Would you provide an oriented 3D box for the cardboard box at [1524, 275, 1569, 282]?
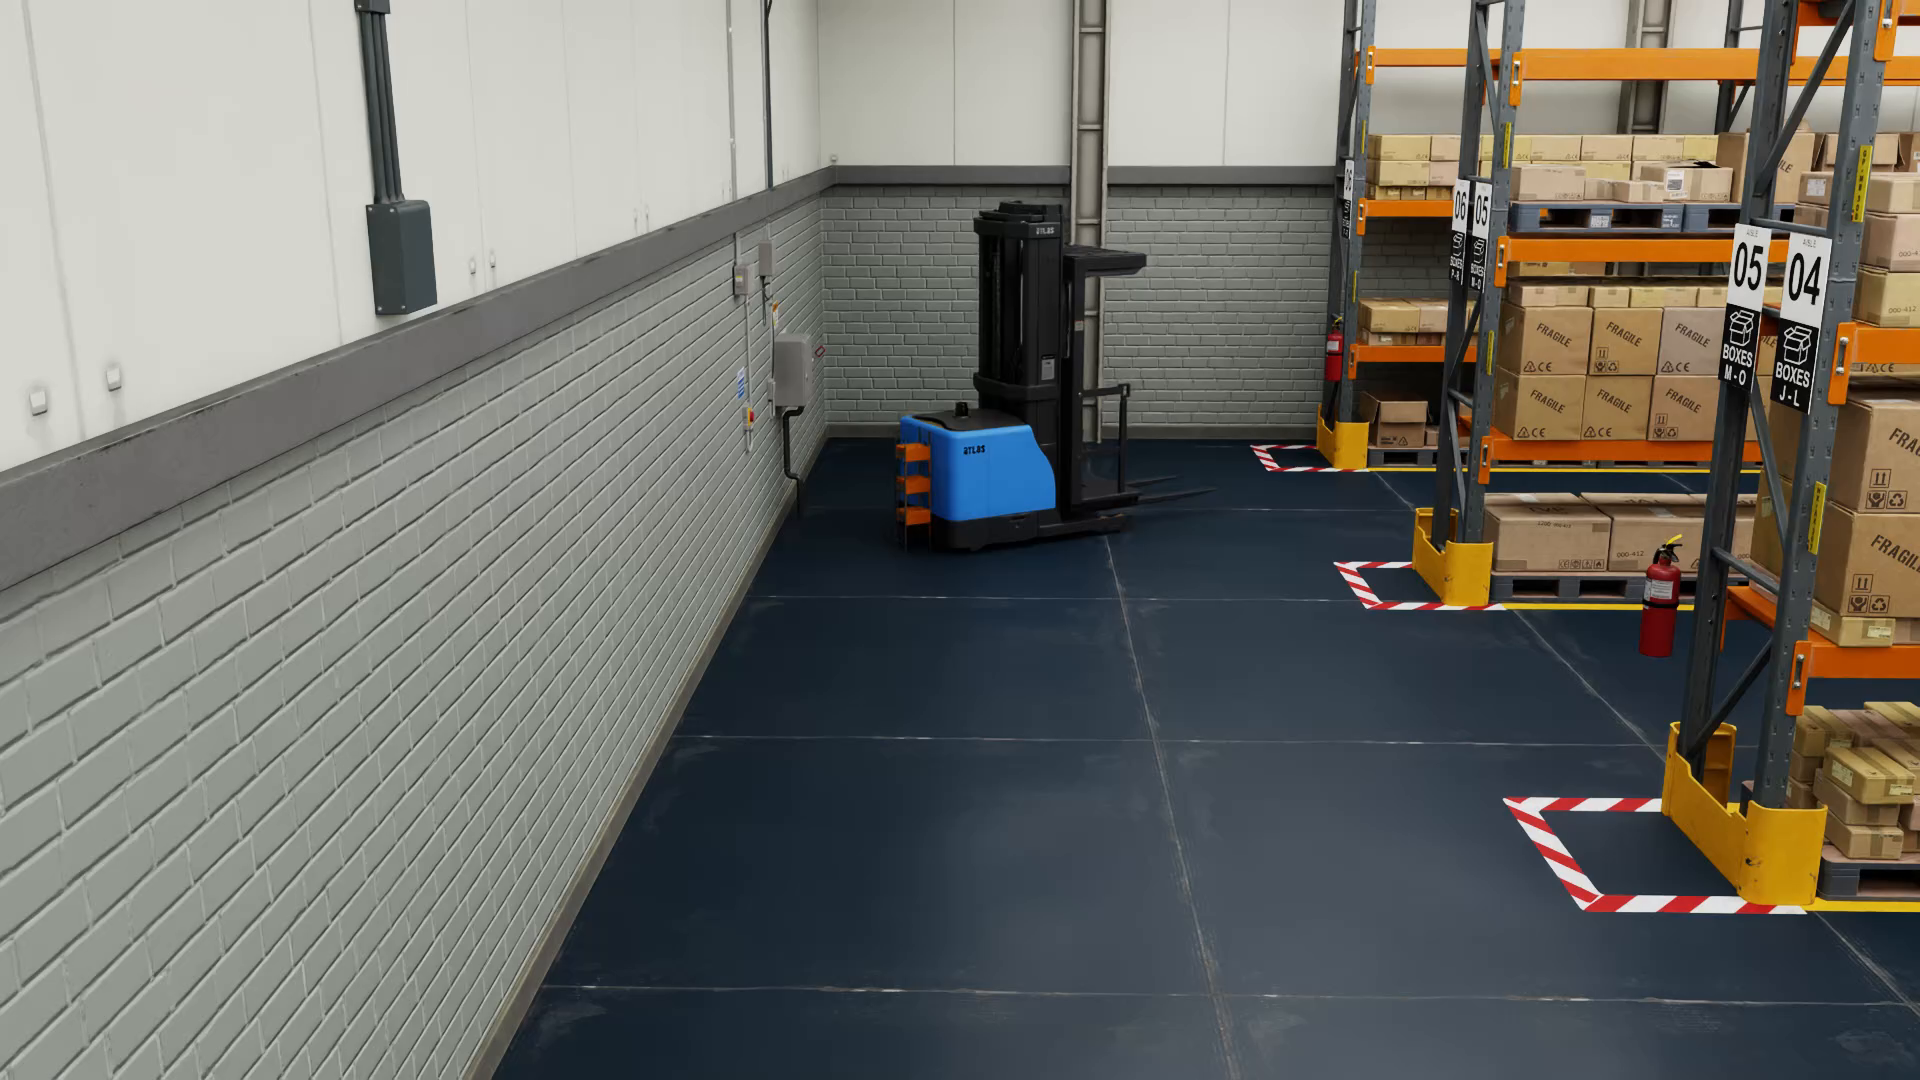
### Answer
[{"bbox_3d":[4.594,-1.983,13.048,0.250,0.149,0.380,1,15,2],"label":"cardboard box"}]

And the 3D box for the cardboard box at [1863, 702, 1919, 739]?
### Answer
[{"bbox_3d":[4.998,0.991,8.803,0.250,0.149,0.380,0,15,0],"label":"cardboard box"}]

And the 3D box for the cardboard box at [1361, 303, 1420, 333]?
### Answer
[{"bbox_3d":[4.545,-2.350,17.577,0.500,0.250,0.500,0,15,2],"label":"cardboard box"}]

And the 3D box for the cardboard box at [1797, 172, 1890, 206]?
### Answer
[{"bbox_3d":[4.290,-1.706,8.080,0.250,0.149,0.380,0,15,1],"label":"cardboard box"}]

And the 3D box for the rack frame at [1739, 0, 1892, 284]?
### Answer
[{"bbox_3d":[3.950,-2.722,7.517,0.127,3.000,1.000,0,15,1],"label":"rack frame"}]

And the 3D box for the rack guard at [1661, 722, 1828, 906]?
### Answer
[{"bbox_3d":[4.026,1.388,8.599,0.348,0.500,1.175,0,15,1],"label":"rack guard"}]

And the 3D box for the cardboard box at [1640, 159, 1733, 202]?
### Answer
[{"bbox_3d":[5.471,-2.720,12.546,0.500,0.311,0.500,1,15,2],"label":"cardboard box"}]

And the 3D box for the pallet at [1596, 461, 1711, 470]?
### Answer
[{"bbox_3d":[7.411,-0.980,18.142,1.213,0.211,1.003,0,15,1],"label":"pallet"}]

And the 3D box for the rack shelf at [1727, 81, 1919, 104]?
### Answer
[{"bbox_3d":[10.097,-4.670,17.097,4.000,0.370,1.077,0,15,1],"label":"rack shelf"}]

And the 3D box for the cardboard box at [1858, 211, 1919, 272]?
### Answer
[{"bbox_3d":[4.392,-1.372,7.593,0.500,0.250,0.500,1,15,2],"label":"cardboard box"}]

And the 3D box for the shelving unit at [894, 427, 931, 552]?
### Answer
[{"bbox_3d":[-0.411,-0.439,14.447,0.252,1.050,0.215,-8,17,-29],"label":"shelving unit"}]

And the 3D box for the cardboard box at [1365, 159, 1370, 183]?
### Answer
[{"bbox_3d":[4.550,-3.938,17.718,0.500,0.250,0.500,0,15,0],"label":"cardboard box"}]

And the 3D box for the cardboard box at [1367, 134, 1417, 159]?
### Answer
[{"bbox_3d":[4.550,-4.182,17.661,0.500,0.250,0.500,0,15,0],"label":"cardboard box"}]

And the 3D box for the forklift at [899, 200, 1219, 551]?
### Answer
[{"bbox_3d":[0.985,-1.572,15.051,3.031,2.935,1.130,-8,17,-29],"label":"forklift"}]

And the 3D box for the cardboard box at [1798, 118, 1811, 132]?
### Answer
[{"bbox_3d":[8.670,-4.271,17.345,0.258,0.266,0.396,0,15,1],"label":"cardboard box"}]

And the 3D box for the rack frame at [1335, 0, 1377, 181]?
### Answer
[{"bbox_3d":[4.098,-5.251,17.102,0.127,3.000,1.000,0,15,1],"label":"rack frame"}]

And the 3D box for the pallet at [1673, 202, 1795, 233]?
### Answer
[{"bbox_3d":[5.940,-2.482,12.662,1.213,0.211,1.003,0,15,1],"label":"pallet"}]

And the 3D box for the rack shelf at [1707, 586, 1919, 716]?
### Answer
[{"bbox_3d":[5.949,0.540,8.324,4.000,0.370,1.077,0,15,1],"label":"rack shelf"}]

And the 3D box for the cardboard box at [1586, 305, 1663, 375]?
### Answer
[{"bbox_3d":[4.965,-1.539,12.636,0.500,0.500,0.500,0,15,0],"label":"cardboard box"}]

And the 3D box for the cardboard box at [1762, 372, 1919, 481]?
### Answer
[{"bbox_3d":[4.414,-0.557,8.333,0.500,0.500,0.500,0,15,0],"label":"cardboard box"}]

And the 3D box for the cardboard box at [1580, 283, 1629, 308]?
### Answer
[{"bbox_3d":[4.844,-1.842,12.515,0.250,0.149,0.380,1,15,3],"label":"cardboard box"}]

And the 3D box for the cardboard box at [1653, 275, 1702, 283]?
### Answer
[{"bbox_3d":[5.616,-1.984,13.052,0.250,0.149,0.380,1,15,3],"label":"cardboard box"}]

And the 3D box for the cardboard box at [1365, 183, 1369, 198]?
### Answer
[{"bbox_3d":[4.424,-3.736,17.732,0.250,0.149,0.380,1,15,3],"label":"cardboard box"}]

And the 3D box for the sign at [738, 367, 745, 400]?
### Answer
[{"bbox_3d":[-1.724,-1.234,13.106,0.001,0.218,0.327,0,15,1],"label":"sign"}]

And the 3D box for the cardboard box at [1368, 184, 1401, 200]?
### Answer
[{"bbox_3d":[4.411,-3.618,17.284,0.250,0.149,0.380,1,15,3],"label":"cardboard box"}]

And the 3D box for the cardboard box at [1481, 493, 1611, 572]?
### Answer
[{"bbox_3d":[4.638,-0.070,13.423,0.875,0.438,0.875,0,15,0],"label":"cardboard box"}]

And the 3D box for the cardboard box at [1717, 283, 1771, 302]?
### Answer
[{"bbox_3d":[5.872,-1.836,12.491,0.250,0.149,0.380,0,15,0],"label":"cardboard box"}]

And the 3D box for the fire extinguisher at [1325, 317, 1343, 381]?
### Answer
[{"bbox_3d":[3.940,-2.015,17.482,0.183,0.674,0.296,0,15,1],"label":"fire extinguisher"}]

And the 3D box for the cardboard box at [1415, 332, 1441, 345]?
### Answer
[{"bbox_3d":[4.939,-2.174,17.692,0.250,0.149,0.380,0,15,1],"label":"cardboard box"}]

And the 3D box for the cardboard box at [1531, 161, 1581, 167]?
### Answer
[{"bbox_3d":[6.073,-3.797,17.183,0.500,0.250,0.500,0,15,1],"label":"cardboard box"}]

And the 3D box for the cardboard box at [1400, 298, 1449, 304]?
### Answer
[{"bbox_3d":[5.081,-2.482,18.080,0.500,0.250,0.500,0,15,2],"label":"cardboard box"}]

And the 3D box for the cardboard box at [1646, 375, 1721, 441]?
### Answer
[{"bbox_3d":[5.462,-1.052,12.752,0.500,0.500,0.500,0,15,1],"label":"cardboard box"}]

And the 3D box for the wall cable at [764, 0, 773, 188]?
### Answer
[{"bbox_3d":[-1.587,-4.870,15.586,0.133,3.039,2.988,0,15,1],"label":"wall cable"}]

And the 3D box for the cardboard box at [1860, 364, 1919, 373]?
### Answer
[{"bbox_3d":[6.988,-1.528,12.595,0.500,0.500,0.500,0,15,1],"label":"cardboard box"}]

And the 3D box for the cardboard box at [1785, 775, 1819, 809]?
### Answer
[{"bbox_3d":[4.482,1.305,8.781,0.250,0.149,0.380,1,15,2],"label":"cardboard box"}]

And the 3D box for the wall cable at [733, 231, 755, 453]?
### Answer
[{"bbox_3d":[-1.662,-1.621,13.052,0.123,1.953,0.585,0,15,1],"label":"wall cable"}]

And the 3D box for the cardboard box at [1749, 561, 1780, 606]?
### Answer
[{"bbox_3d":[4.283,0.230,8.579,0.250,0.149,0.380,0,15,1],"label":"cardboard box"}]

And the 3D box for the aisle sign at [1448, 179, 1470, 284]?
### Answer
[{"bbox_3d":[3.911,-2.421,13.039,0.004,0.787,0.394,0,15,1],"label":"aisle sign"}]

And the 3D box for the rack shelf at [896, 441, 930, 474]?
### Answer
[{"bbox_3d":[-0.411,-0.703,14.377,0.240,0.259,0.215,-8,17,-29],"label":"rack shelf"}]

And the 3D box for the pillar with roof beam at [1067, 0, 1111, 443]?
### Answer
[{"bbox_3d":[1.316,-4.400,13.879,0.400,9.000,9.100,0,15,1],"label":"pillar with roof beam"}]

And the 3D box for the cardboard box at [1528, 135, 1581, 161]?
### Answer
[{"bbox_3d":[6.056,-4.038,17.116,0.500,0.250,0.500,1,15,3],"label":"cardboard box"}]

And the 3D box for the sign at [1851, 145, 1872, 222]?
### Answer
[{"bbox_3d":[3.936,-1.556,7.263,0.005,0.325,0.100,0,15,1],"label":"sign"}]

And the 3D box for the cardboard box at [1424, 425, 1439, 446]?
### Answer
[{"bbox_3d":[5.131,-1.134,18.023,0.250,0.149,0.380,0,15,-1],"label":"cardboard box"}]

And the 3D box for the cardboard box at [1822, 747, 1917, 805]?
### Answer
[{"bbox_3d":[4.465,1.157,8.175,0.250,0.149,0.380,0,15,-1],"label":"cardboard box"}]
